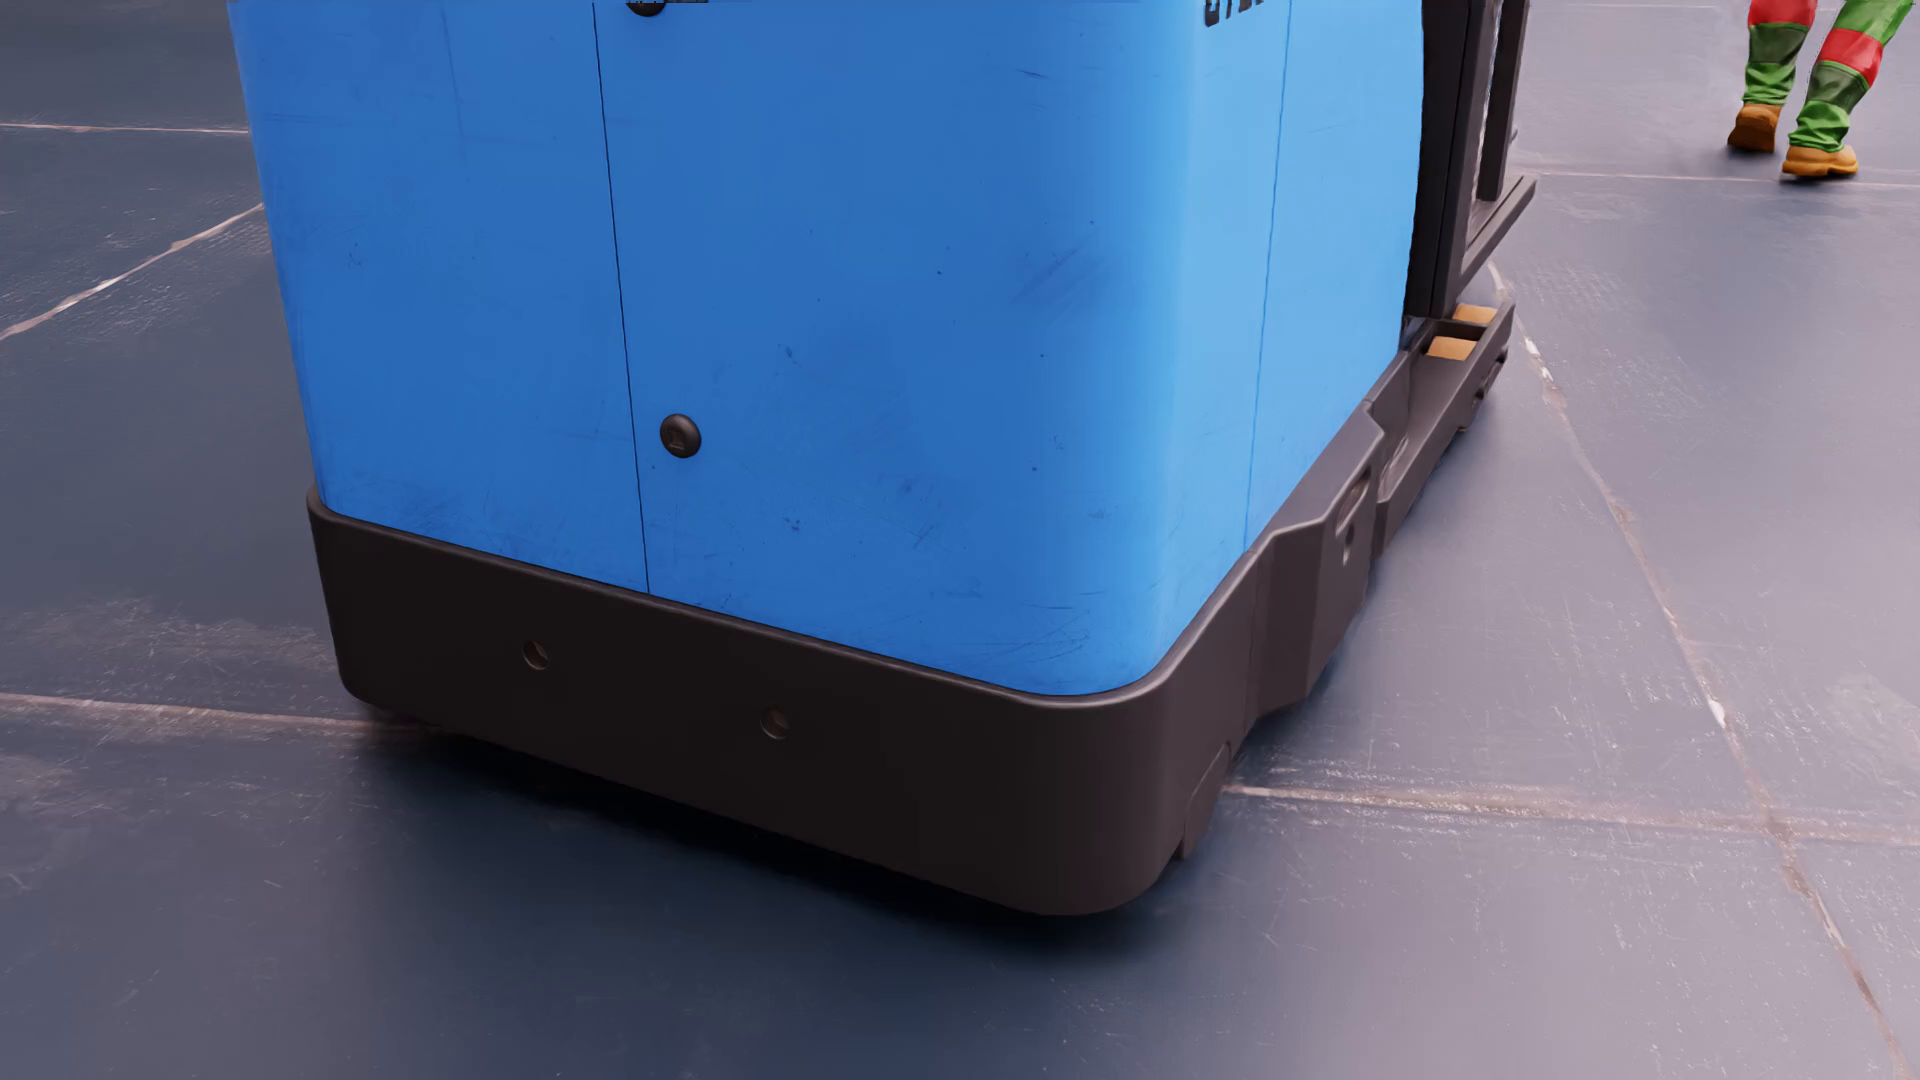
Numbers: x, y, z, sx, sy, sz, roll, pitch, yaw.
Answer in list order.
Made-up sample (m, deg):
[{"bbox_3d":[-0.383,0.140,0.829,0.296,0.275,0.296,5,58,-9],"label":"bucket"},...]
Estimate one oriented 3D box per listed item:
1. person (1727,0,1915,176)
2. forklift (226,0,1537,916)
[{"bbox_3d":[2.250,-1.759,4.153,0.673,1.756,0.787,16,31,29],"label":"person"},{"bbox_3d":[0.357,-1.576,2.375,1.130,2.935,3.031,13,29,24],"label":"forklift"}]
